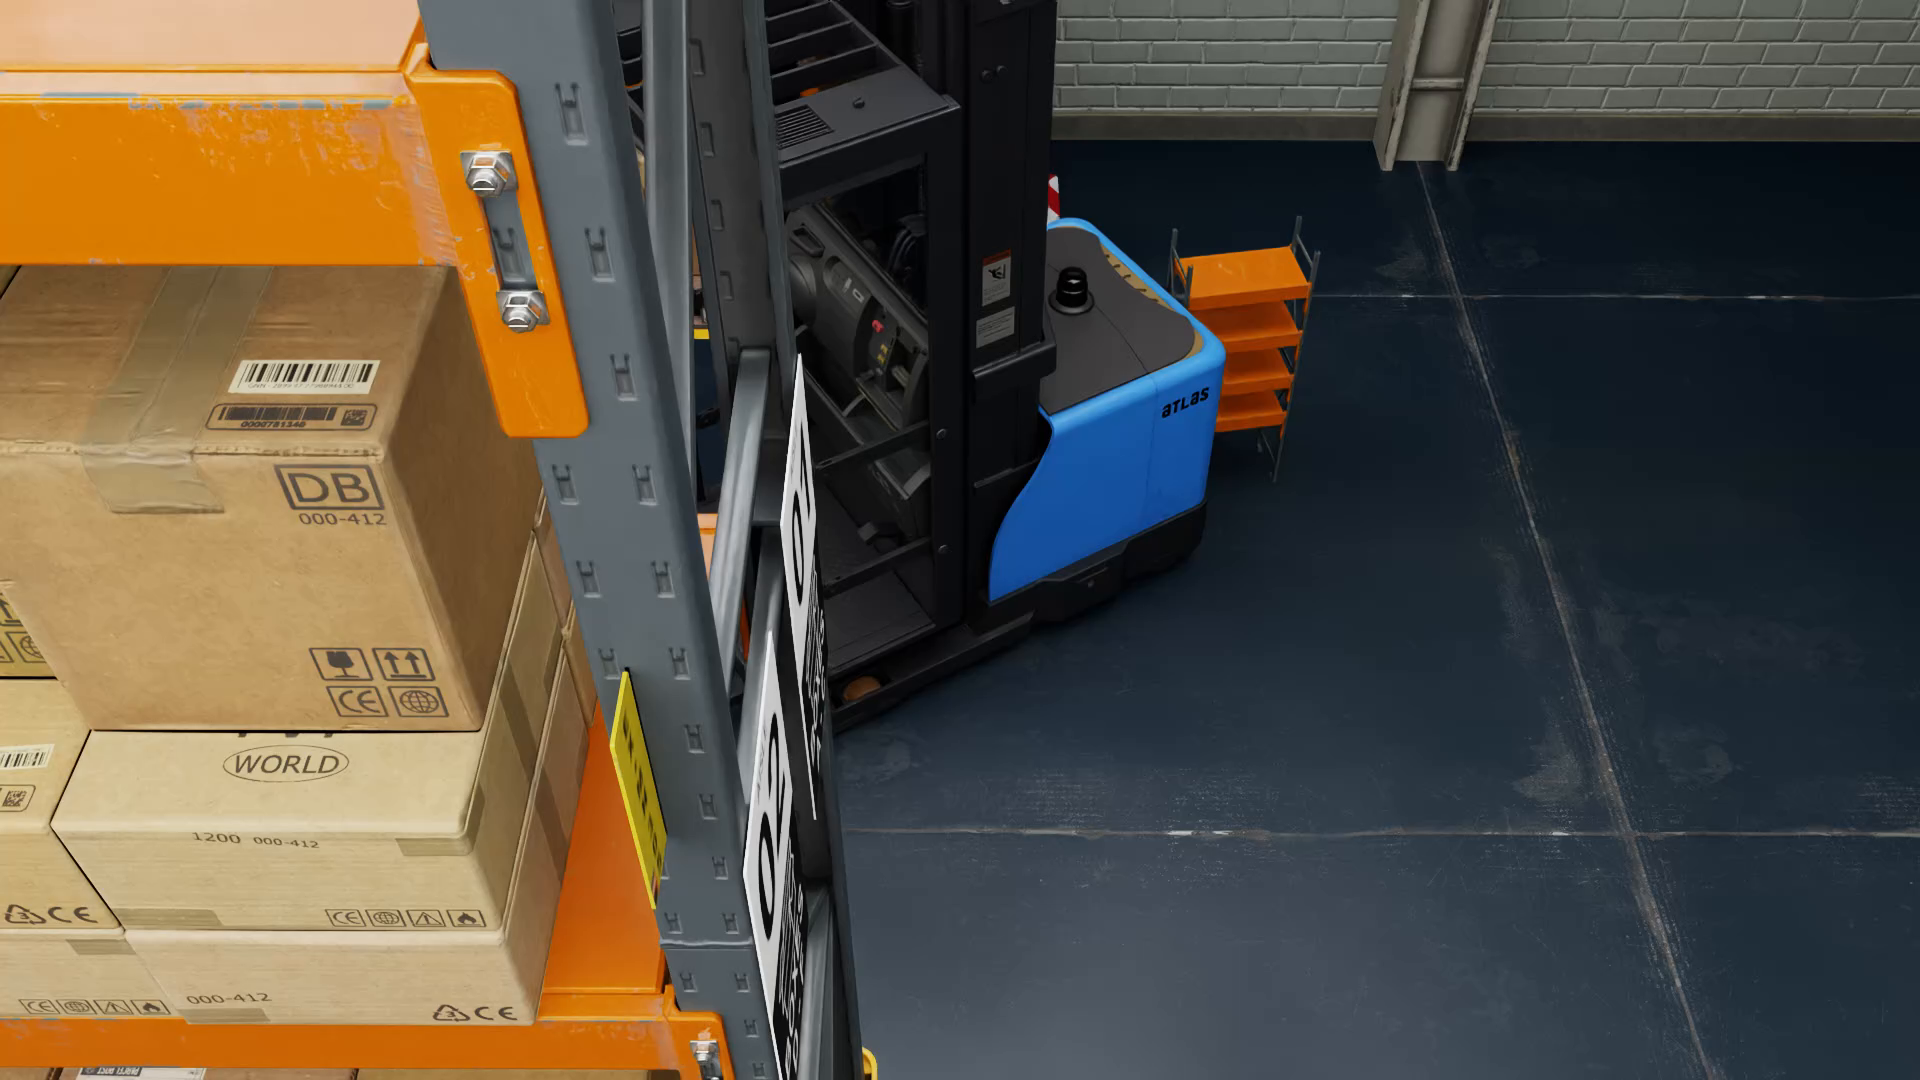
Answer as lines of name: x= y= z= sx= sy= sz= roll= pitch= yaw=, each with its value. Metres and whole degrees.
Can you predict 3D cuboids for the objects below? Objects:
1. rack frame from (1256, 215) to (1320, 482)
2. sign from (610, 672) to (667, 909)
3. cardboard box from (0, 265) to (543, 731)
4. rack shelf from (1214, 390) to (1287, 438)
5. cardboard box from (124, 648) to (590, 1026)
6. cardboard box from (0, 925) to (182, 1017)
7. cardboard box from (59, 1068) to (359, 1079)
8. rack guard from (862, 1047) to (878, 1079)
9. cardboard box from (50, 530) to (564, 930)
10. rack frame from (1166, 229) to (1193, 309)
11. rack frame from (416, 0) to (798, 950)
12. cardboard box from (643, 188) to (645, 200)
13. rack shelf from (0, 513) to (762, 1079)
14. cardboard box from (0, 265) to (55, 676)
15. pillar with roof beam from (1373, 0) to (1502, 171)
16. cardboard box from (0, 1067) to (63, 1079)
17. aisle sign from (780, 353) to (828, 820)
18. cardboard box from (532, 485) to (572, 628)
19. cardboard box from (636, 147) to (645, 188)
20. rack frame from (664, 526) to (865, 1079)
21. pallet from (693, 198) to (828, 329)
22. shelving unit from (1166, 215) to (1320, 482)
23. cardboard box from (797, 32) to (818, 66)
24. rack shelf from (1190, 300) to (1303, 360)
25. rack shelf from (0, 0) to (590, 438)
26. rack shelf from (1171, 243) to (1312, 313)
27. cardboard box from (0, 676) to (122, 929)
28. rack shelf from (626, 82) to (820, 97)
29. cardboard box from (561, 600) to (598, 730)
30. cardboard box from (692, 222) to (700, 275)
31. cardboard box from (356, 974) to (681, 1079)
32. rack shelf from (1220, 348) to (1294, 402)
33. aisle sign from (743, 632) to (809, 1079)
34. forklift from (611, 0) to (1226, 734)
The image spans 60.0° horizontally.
rack frame: x=1.313 y=-0.743 z=6.703 sx=0.015 sy=1.200 sz=0.240 roll=-7 pitch=47 yaw=-7
sign: x=-0.358 y=0.286 z=1.861 sx=0.005 sy=0.325 sz=0.100 roll=0 pitch=47 yaw=0
cardboard box: x=-0.849 y=-0.183 z=2.151 sx=0.500 sy=0.500 sz=0.700 roll=0 pitch=47 yaw=0
rack shelf: x=1.073 y=-0.531 z=6.868 sx=0.480 sy=0.148 sz=0.258 roll=-7 pitch=47 yaw=-7
cardboard box: x=-0.850 y=0.424 z=2.440 sx=0.500 sy=0.250 sz=0.500 roll=0 pitch=47 yaw=0
cardboard box: x=-1.350 y=0.415 z=2.449 sx=0.500 sy=0.250 sz=0.500 roll=0 pitch=47 yaw=0
cardboard box: x=-1.287 y=1.028 z=3.073 sx=0.500 sy=0.500 sz=0.500 roll=1 pitch=47 yaw=1
rack guard: x=-0.412 y=2.055 z=4.577 sx=0.348 sy=0.500 sz=1.175 roll=0 pitch=47 yaw=0
cardboard box: x=-0.850 y=0.247 z=2.263 sx=0.500 sy=0.250 sz=0.500 roll=0 pitch=47 yaw=0
rack frame: x=0.832 y=-0.681 z=6.645 sx=0.015 sy=1.200 sz=0.240 roll=-7 pitch=47 yaw=-7
rack frame: x=-0.336 y=-0.841 z=1.466 sx=0.127 sy=3.000 sz=1.000 roll=0 pitch=47 yaw=0
cardboard box: x=-1.522 y=-1.644 z=7.733 sx=0.500 sy=0.500 sz=0.700 roll=0 pitch=47 yaw=0
rack shelf: x=-2.336 y=0.421 z=2.832 sx=4.000 sy=0.370 sz=1.077 roll=0 pitch=47 yaw=0
cardboard box: x=-1.349 y=-0.246 z=2.210 sx=0.500 sy=0.500 sz=0.700 roll=0 pitch=47 yaw=0
pillar with roof beam: x=2.366 y=-1.941 z=2.490 sx=0.400 sy=9.000 sz=9.100 roll=0 pitch=47 yaw=0
cardboard box: x=-1.805 y=1.030 z=3.071 sx=0.500 sy=0.500 sz=0.500 roll=1 pitch=47 yaw=1
aisle sign: x=-0.266 y=0.103 z=2.910 sx=0.004 sy=0.787 sz=0.394 roll=0 pitch=47 yaw=0
cardboard box: x=-0.848 y=-0.130 z=2.614 sx=0.500 sy=0.250 sz=0.500 roll=0 pitch=47 yaw=0
cardboard box: x=-1.406 y=-1.731 z=7.370 sx=0.250 sy=0.149 sz=0.380 roll=1 pitch=47 yaw=1
rack frame: x=-0.336 y=1.203 z=3.661 sx=0.127 sy=3.000 sz=1.000 roll=0 pitch=47 yaw=0
pallet: x=-1.121 y=-1.417 z=8.006 sx=1.213 sy=0.211 sz=1.003 roll=0 pitch=47 yaw=0
shelving unit: x=1.073 y=-0.712 z=6.674 sx=0.503 sy=1.200 sz=0.258 roll=-7 pitch=47 yaw=-7
cardboard box: x=-0.831 y=-2.519 z=6.921 sx=0.700 sy=0.700 sz=0.980 roll=2 pitch=47 yaw=2
rack shelf: x=1.073 y=-0.818 z=6.559 sx=0.480 sy=0.148 sz=0.258 roll=-7 pitch=47 yaw=-7
rack shelf: x=-2.336 y=-0.600 z=1.735 sx=4.000 sy=0.370 sz=1.077 roll=0 pitch=47 yaw=0
rack shelf: x=1.073 y=-0.980 z=6.386 sx=0.480 sy=0.148 sz=0.258 roll=-7 pitch=47 yaw=-7
cardboard box: x=-1.350 y=0.246 z=2.264 sx=0.500 sy=0.250 sz=0.500 roll=0 pitch=47 yaw=0
rack shelf: x=-2.321 y=-2.183 z=7.305 sx=4.000 sy=0.370 sz=1.077 roll=0 pitch=47 yaw=0
cardboard box: x=-0.848 y=0.045 z=2.793 sx=0.500 sy=0.250 sz=0.500 roll=0 pitch=47 yaw=0
cardboard box: x=-1.021 y=-1.643 z=7.731 sx=0.500 sy=0.500 sz=0.700 roll=0 pitch=47 yaw=0
cardboard box: x=-0.782 y=1.029 z=3.073 sx=0.500 sy=0.500 sz=0.500 roll=0 pitch=47 yaw=0
rack shelf: x=1.073 y=-0.666 z=6.723 sx=0.480 sy=0.148 sz=0.258 roll=-7 pitch=47 yaw=-7
aisle sign: x=-0.268 y=0.542 z=2.501 sx=0.004 sy=0.787 sz=0.394 roll=0 pitch=47 yaw=0
forklift: x=-0.541 y=-0.703 z=5.482 sx=3.031 sy=2.935 sz=1.130 roll=-24 pitch=52 yaw=-21
